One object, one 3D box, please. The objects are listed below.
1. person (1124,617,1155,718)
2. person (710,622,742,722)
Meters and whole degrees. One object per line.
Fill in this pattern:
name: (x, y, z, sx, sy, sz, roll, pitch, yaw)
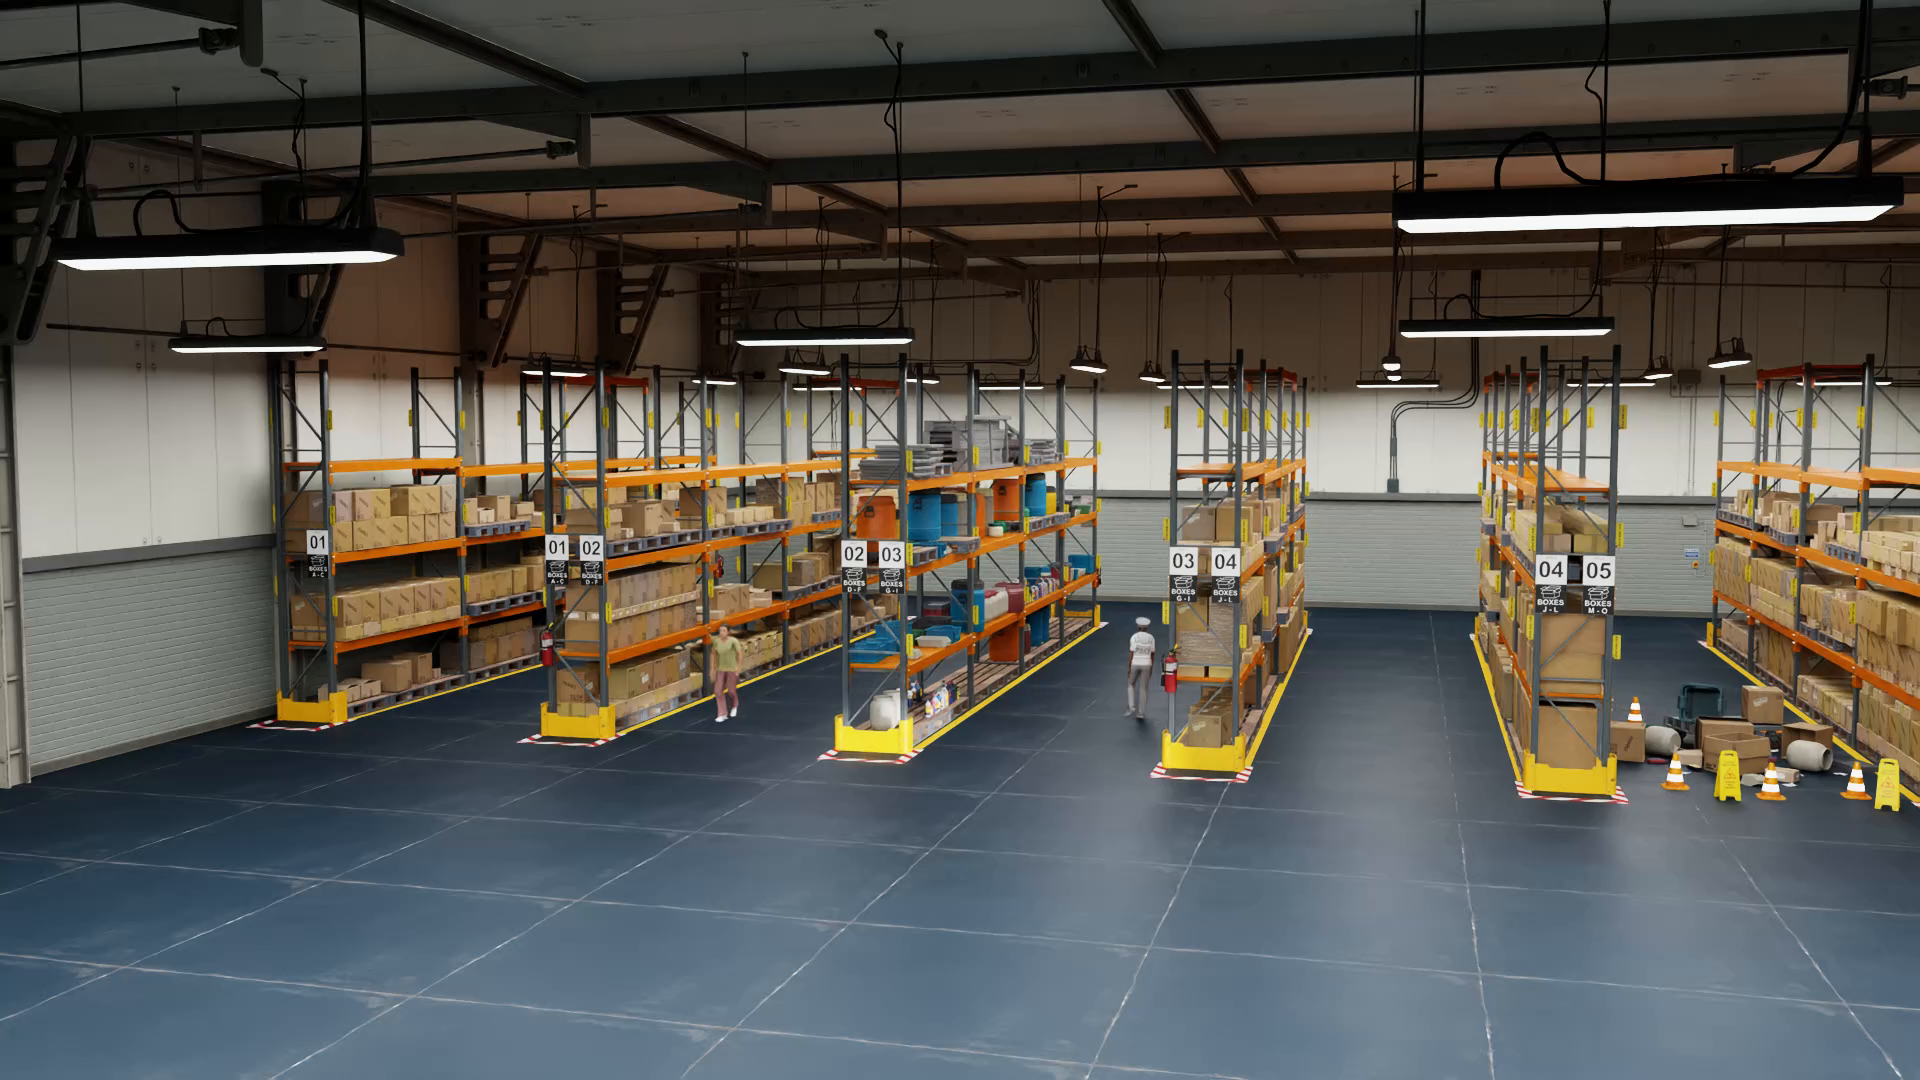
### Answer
person: (3.013, 2.151, 27.929, 0.511, 1.708, 0.475, 0, 4, 4)
person: (-3.898, 2.187, 27.828, 0.545, 1.657, 0.603, 1, 4, 11)
